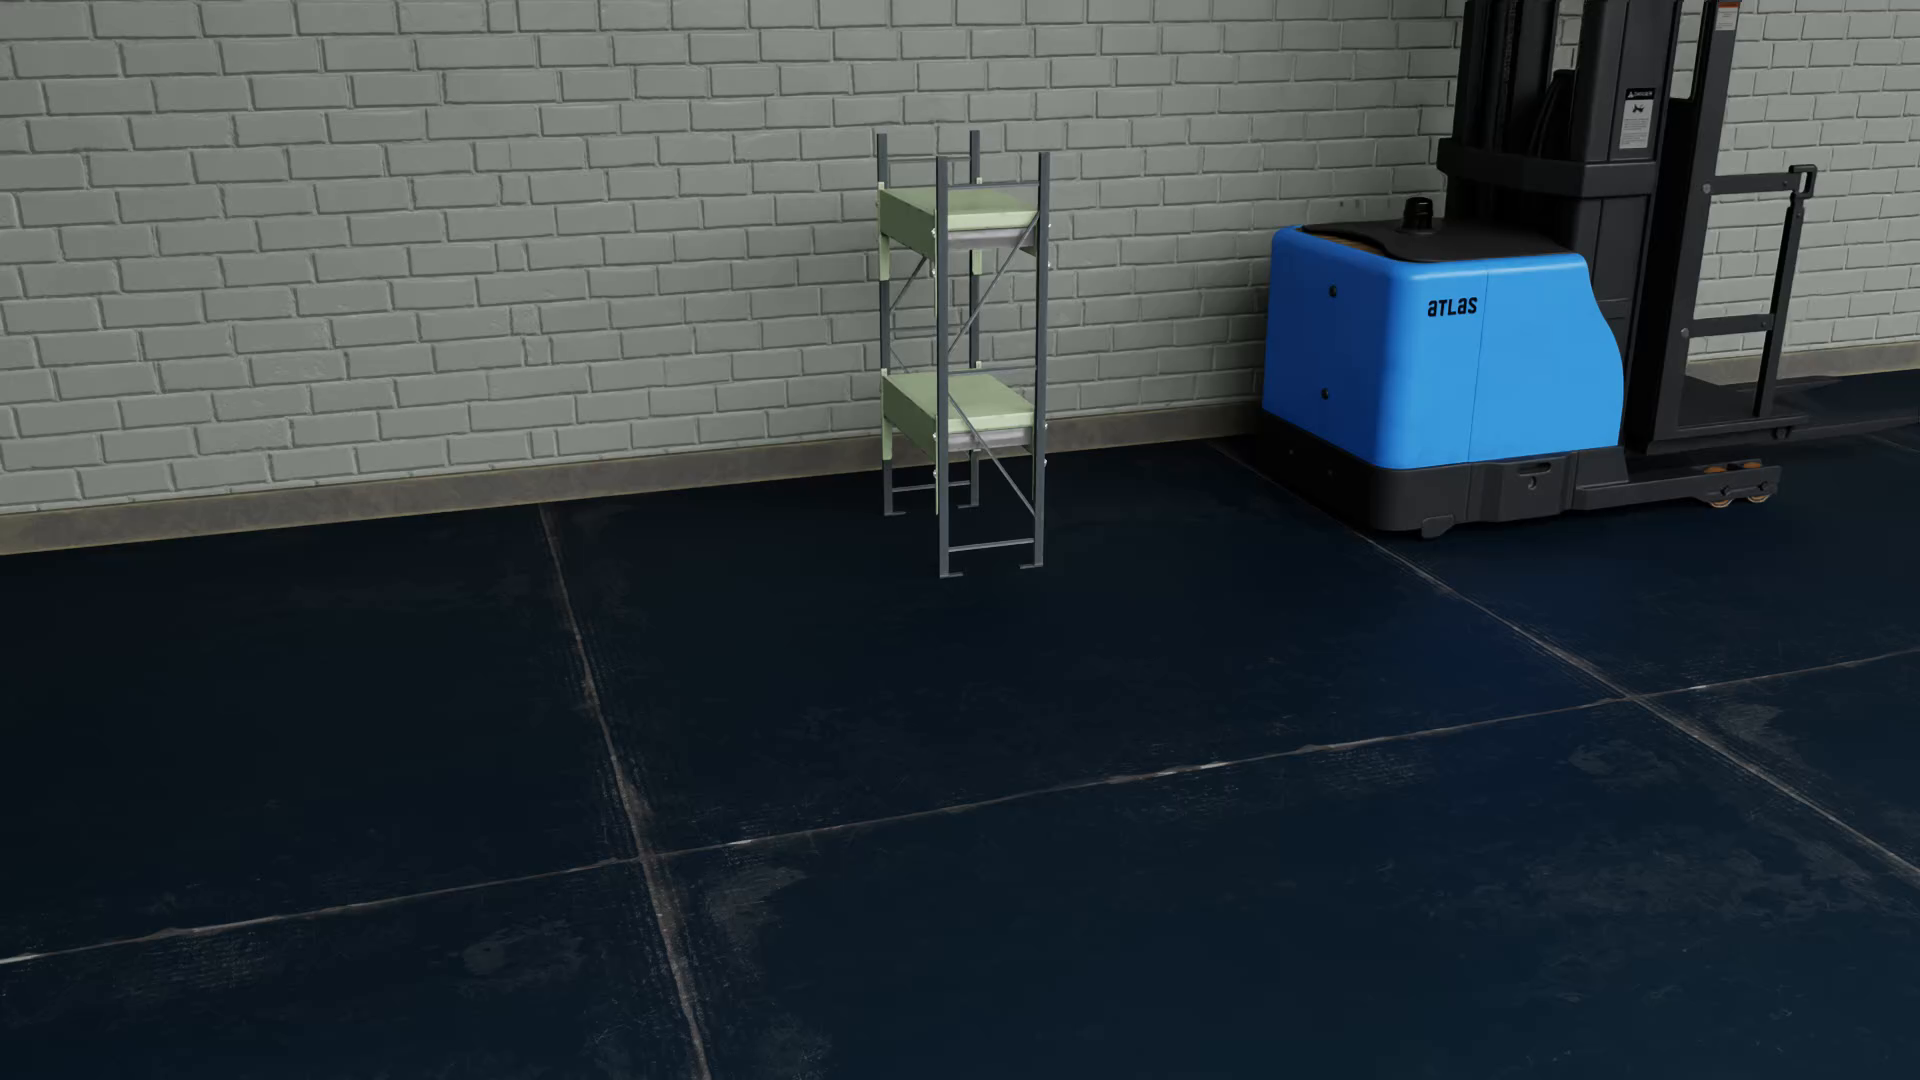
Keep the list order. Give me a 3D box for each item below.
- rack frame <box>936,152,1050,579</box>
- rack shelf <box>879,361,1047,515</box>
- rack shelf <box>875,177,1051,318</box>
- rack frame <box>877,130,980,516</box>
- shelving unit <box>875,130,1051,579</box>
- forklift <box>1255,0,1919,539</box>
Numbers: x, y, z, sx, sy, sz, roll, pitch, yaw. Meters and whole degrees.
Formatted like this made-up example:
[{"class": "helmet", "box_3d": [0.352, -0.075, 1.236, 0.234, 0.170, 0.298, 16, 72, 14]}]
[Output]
[{"class": "rack frame", "box_3d": [0.113, -0.591, 5.842, 0.400, 1.500, 0.023, -6, 21, -17]}, {"class": "rack shelf", "box_3d": [-0.002, -0.401, 6.279, 0.431, 0.370, 0.720, -6, 21, -17]}, {"class": "rack shelf", "box_3d": [-0.002, -1.075, 6.037, 0.431, 0.370, 0.720, -6, 21, -17]}, {"class": "rack frame", "box_3d": [-0.117, -0.825, 6.496, 0.400, 1.500, 0.023, -6, 21, -17]}, {"class": "shelving unit", "box_3d": [-0.002, -0.708, 6.169, 0.431, 1.500, 0.755, -6, 21, -17]}, {"class": "forklift", "box_3d": [2.839, -1.670, 6.731, 3.031, 2.935, 1.130, -7, 21, -18]}]
